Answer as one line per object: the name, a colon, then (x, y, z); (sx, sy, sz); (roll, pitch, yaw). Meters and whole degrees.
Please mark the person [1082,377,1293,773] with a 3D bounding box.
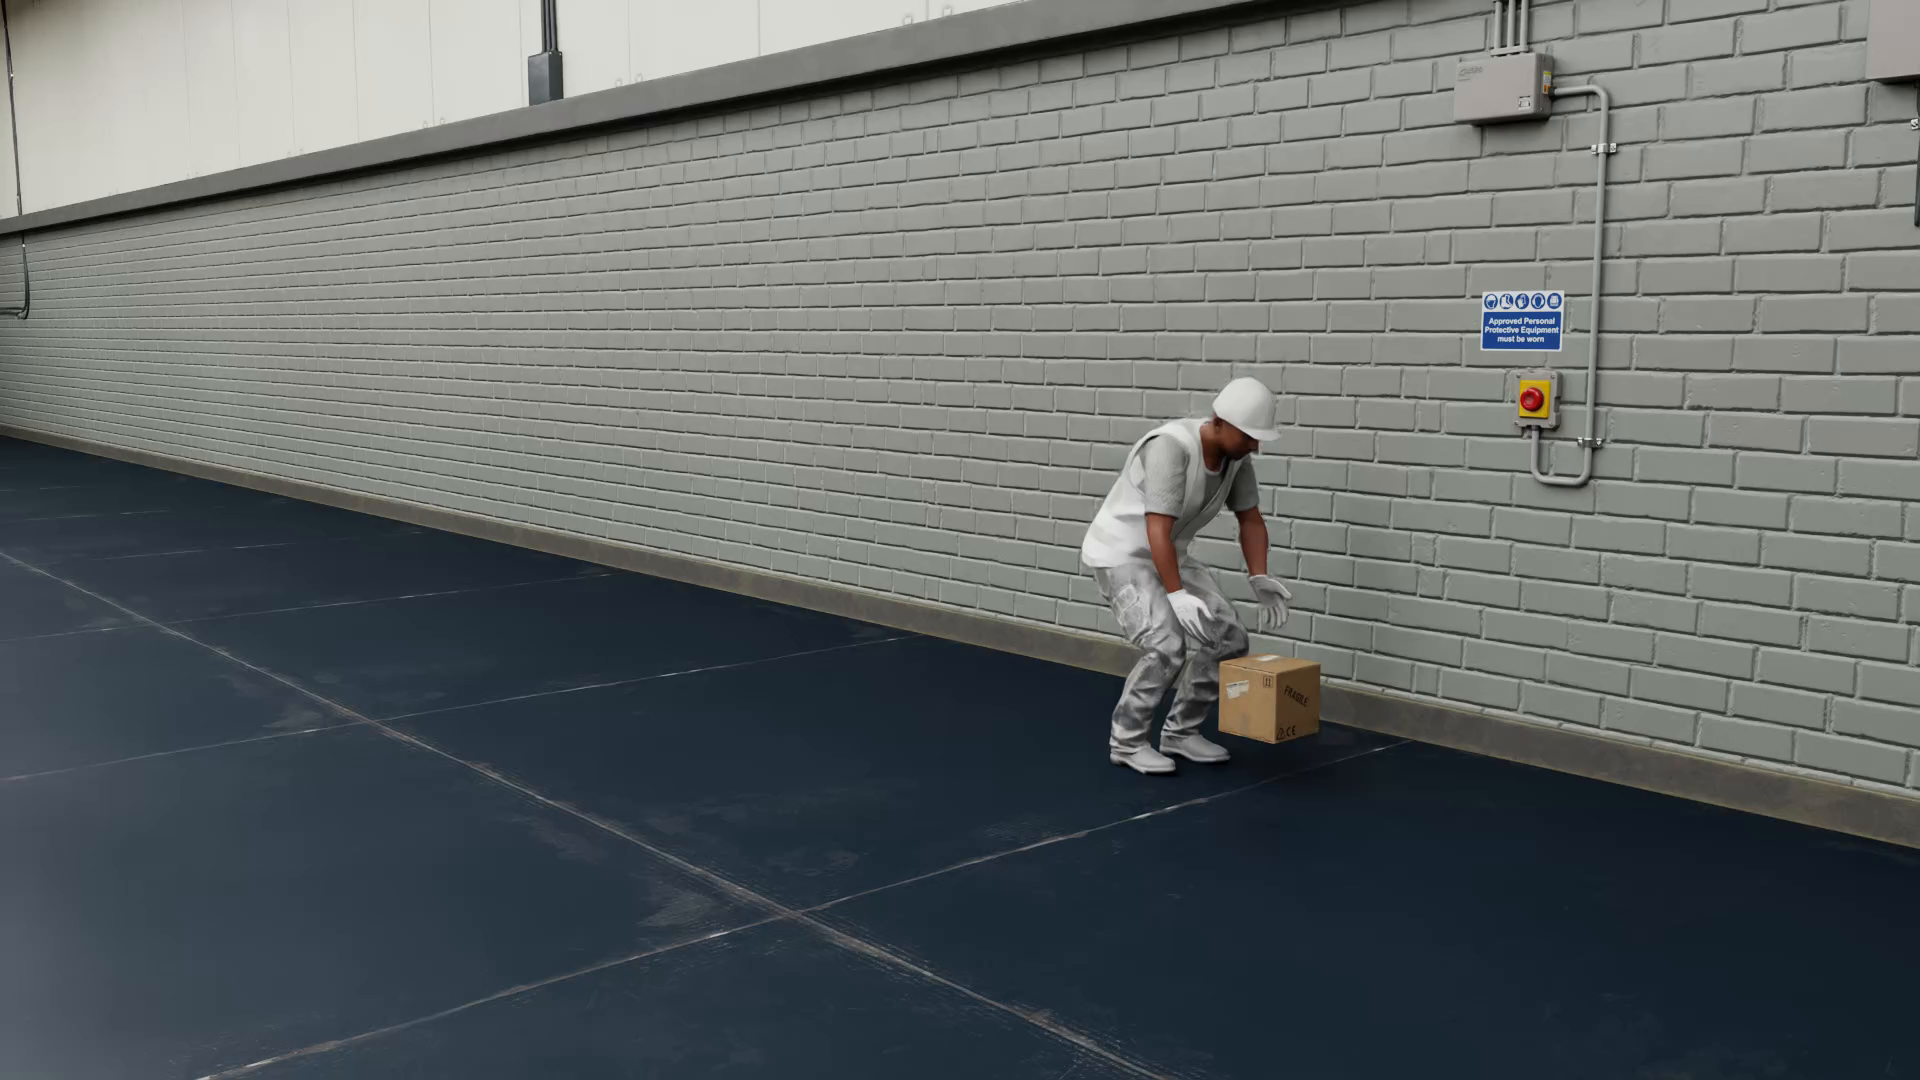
person: (0.833, 0.119, 6.124); (0.610, 1.441, 0.755); (-6, 10, -41)
